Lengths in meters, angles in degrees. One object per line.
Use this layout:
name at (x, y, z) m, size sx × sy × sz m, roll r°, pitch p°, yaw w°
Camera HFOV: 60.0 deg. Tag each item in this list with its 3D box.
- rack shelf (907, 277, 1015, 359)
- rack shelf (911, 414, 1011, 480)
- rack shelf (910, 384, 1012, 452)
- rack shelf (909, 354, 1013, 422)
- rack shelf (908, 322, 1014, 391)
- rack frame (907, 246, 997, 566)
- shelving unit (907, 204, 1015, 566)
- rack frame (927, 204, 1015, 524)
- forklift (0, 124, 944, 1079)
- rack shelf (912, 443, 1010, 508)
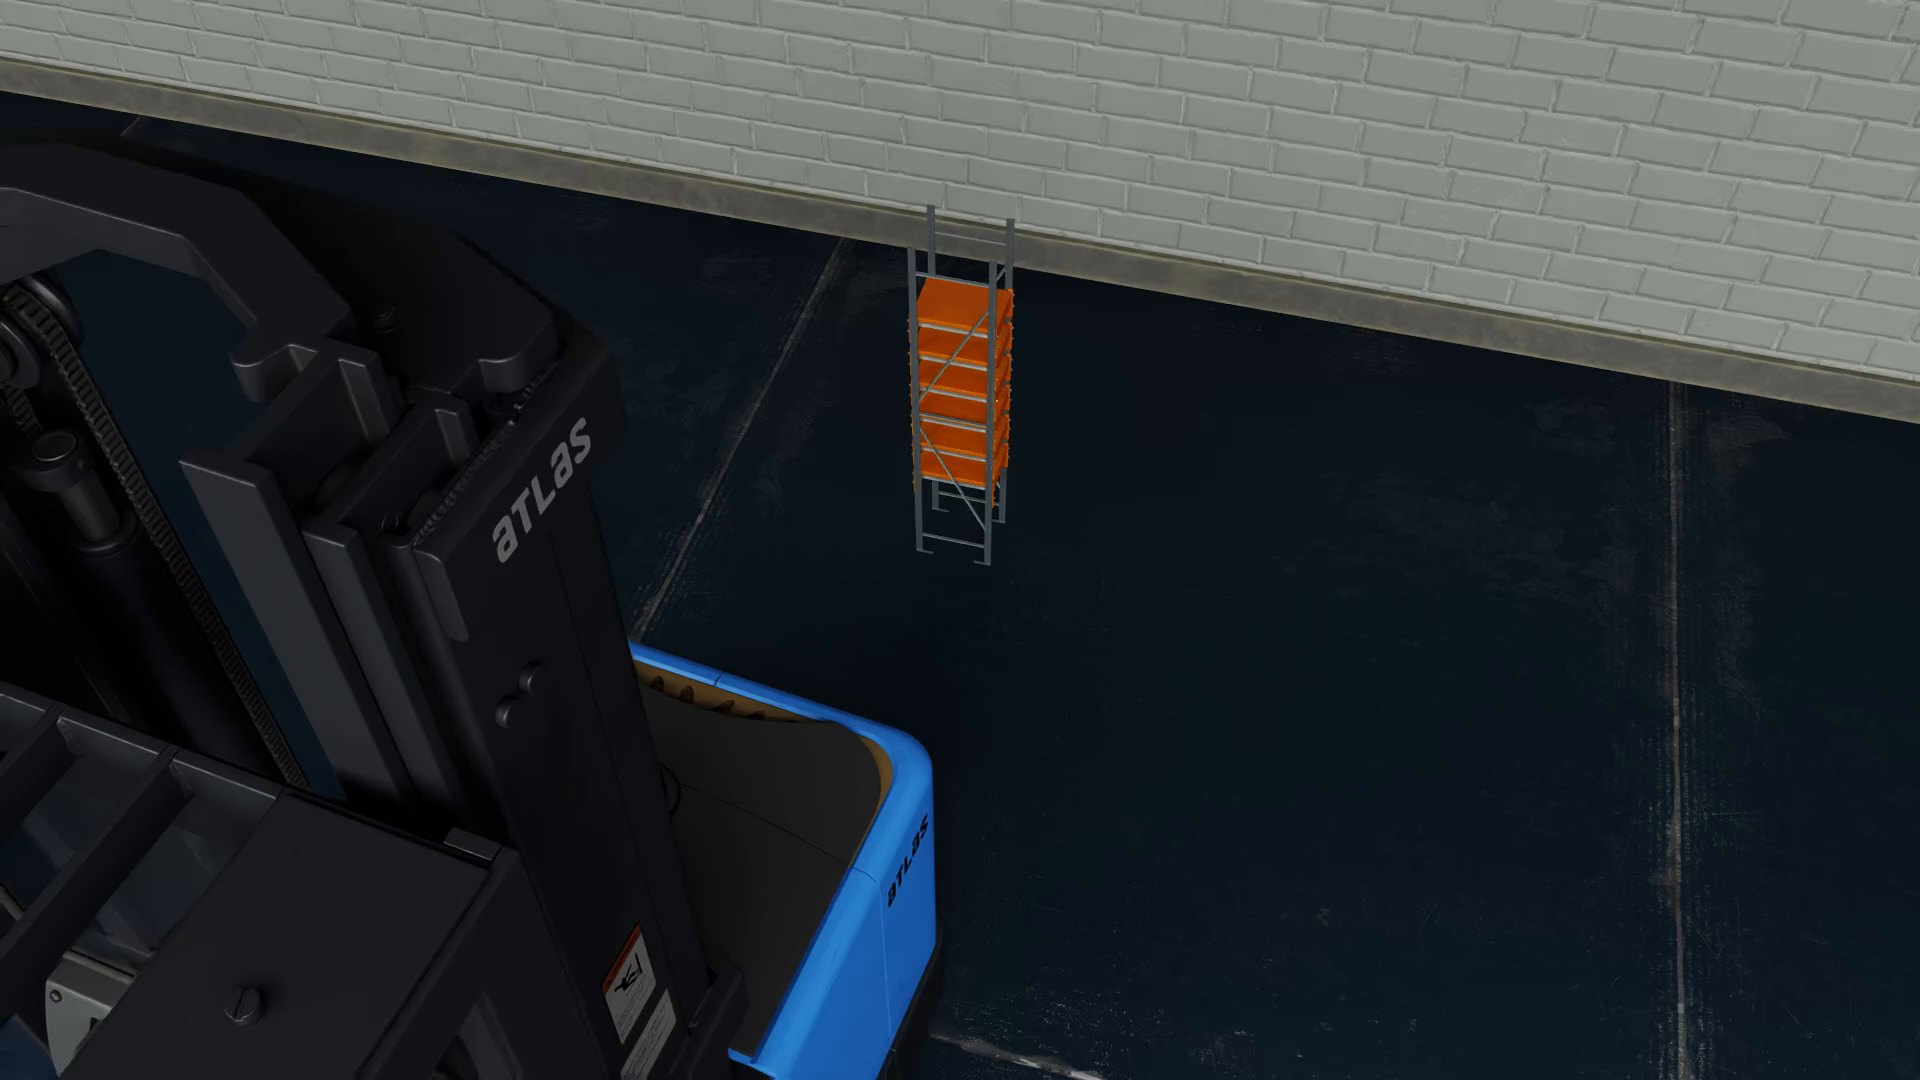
rack shelf at (0.004, -0.616, 4.573) m, size 0.258 × 0.103 × 0.180 m, roll 12°, pitch 50°, yaw 10°
rack shelf at (0.004, -0.299, 4.933) m, size 0.258 × 0.103 × 0.180 m, roll 12°, pitch 50°, yaw 10°
rack shelf at (0.004, -0.378, 4.843) m, size 0.258 × 0.103 × 0.180 m, roll 12°, pitch 50°, yaw 10°
rack shelf at (0.004, -0.457, 4.753) m, size 0.258 × 0.103 × 0.180 m, roll 12°, pitch 50°, yaw 10°
rack shelf at (0.004, -0.537, 4.663) m, size 0.258 × 0.103 × 0.180 m, roll 12°, pitch 50°, yaw 10°
rack frame at (-0.020, -0.341, 4.751) m, size 0.240 × 1.200 × 0.006 m, roll 12°, pitch 50°, yaw 10°
shelving unit at (0.004, -0.407, 4.809) m, size 0.258 × 1.200 × 0.189 m, roll 12°, pitch 50°, yaw 10°
rack frame at (0.028, -0.474, 4.868) m, size 0.240 × 1.200 × 0.006 m, roll 12°, pitch 50°, yaw 10°
forklift at (-1.055, 1.053, 2.366) m, size 1.130 × 2.935 × 3.031 m, roll 17°, pitch 51°, yaw 14°
rack shelf at (0.004, -0.219, 5.023) m, size 0.258 × 0.103 × 0.180 m, roll 12°, pitch 50°, yaw 10°
